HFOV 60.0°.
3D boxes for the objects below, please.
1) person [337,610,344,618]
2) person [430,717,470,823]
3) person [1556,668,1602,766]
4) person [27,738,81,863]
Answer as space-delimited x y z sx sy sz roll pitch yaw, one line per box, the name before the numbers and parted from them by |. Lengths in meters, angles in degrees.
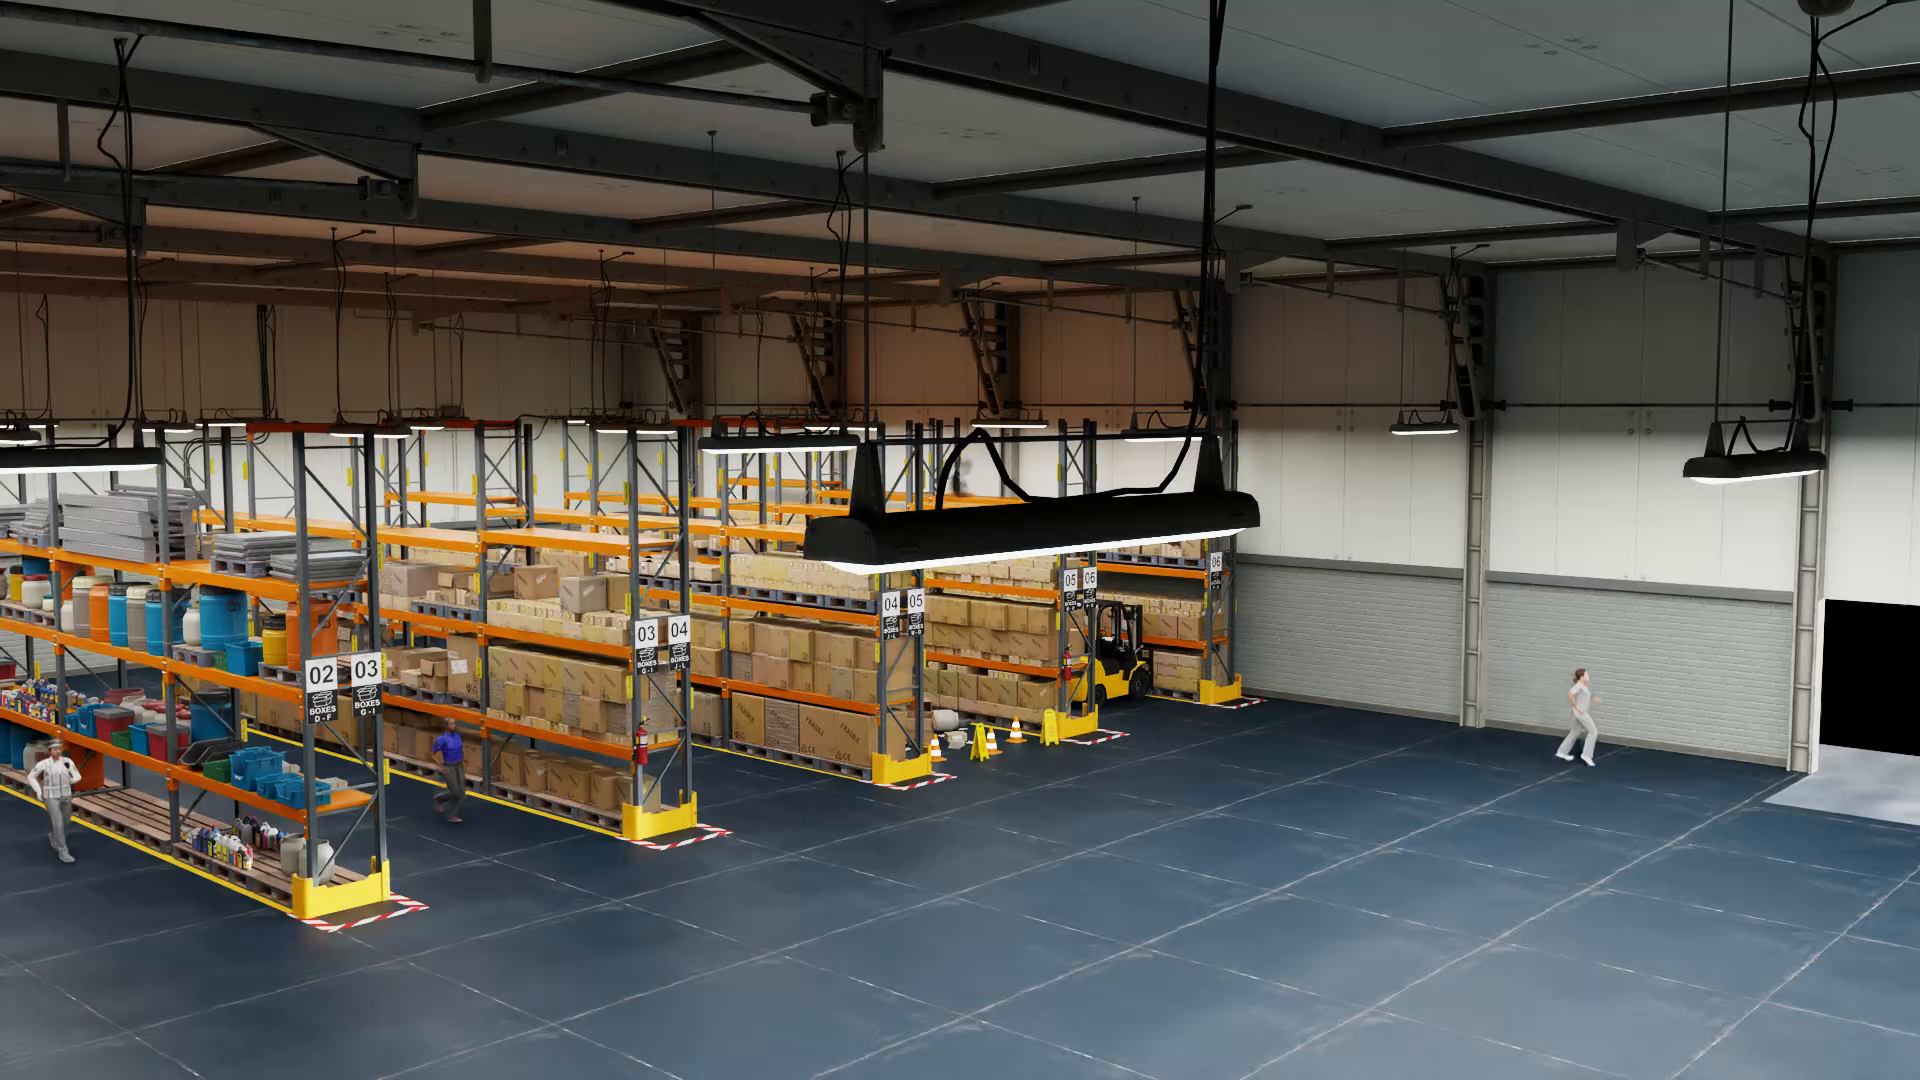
person | -14.142 2.437 37.533 0.697 1.699 0.756 -1 5 -7
person | -7.691 3.474 25.174 0.561 1.603 0.574 3 5 31
person | 10.905 3.162 29.264 0.753 1.625 0.545 1 5 17
person | -12.542 3.581 23.112 0.914 1.675 0.617 4 6 39
